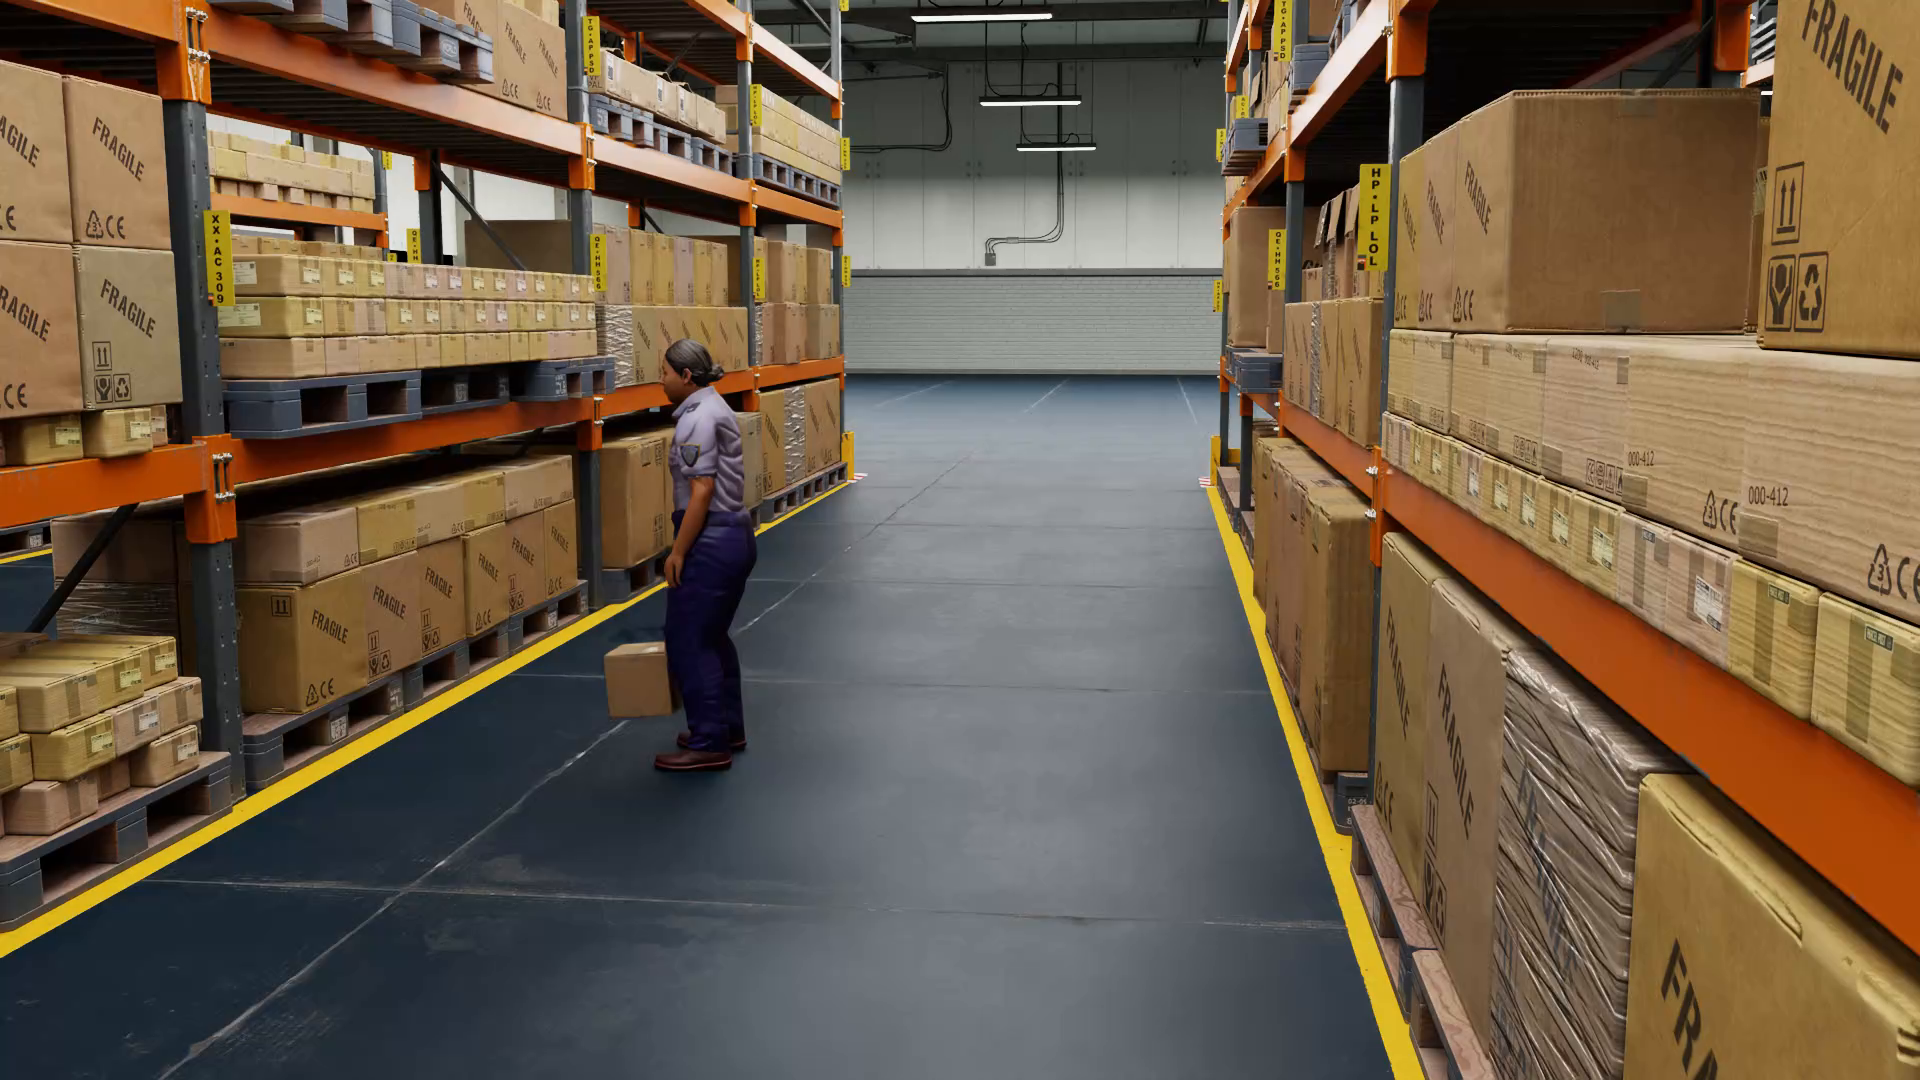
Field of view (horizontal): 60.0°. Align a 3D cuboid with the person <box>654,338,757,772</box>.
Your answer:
[{"bbox_3d":[-0.991,0.047,6.472,0.371,1.654,0.532,1,8,5],"label":"person"}]
